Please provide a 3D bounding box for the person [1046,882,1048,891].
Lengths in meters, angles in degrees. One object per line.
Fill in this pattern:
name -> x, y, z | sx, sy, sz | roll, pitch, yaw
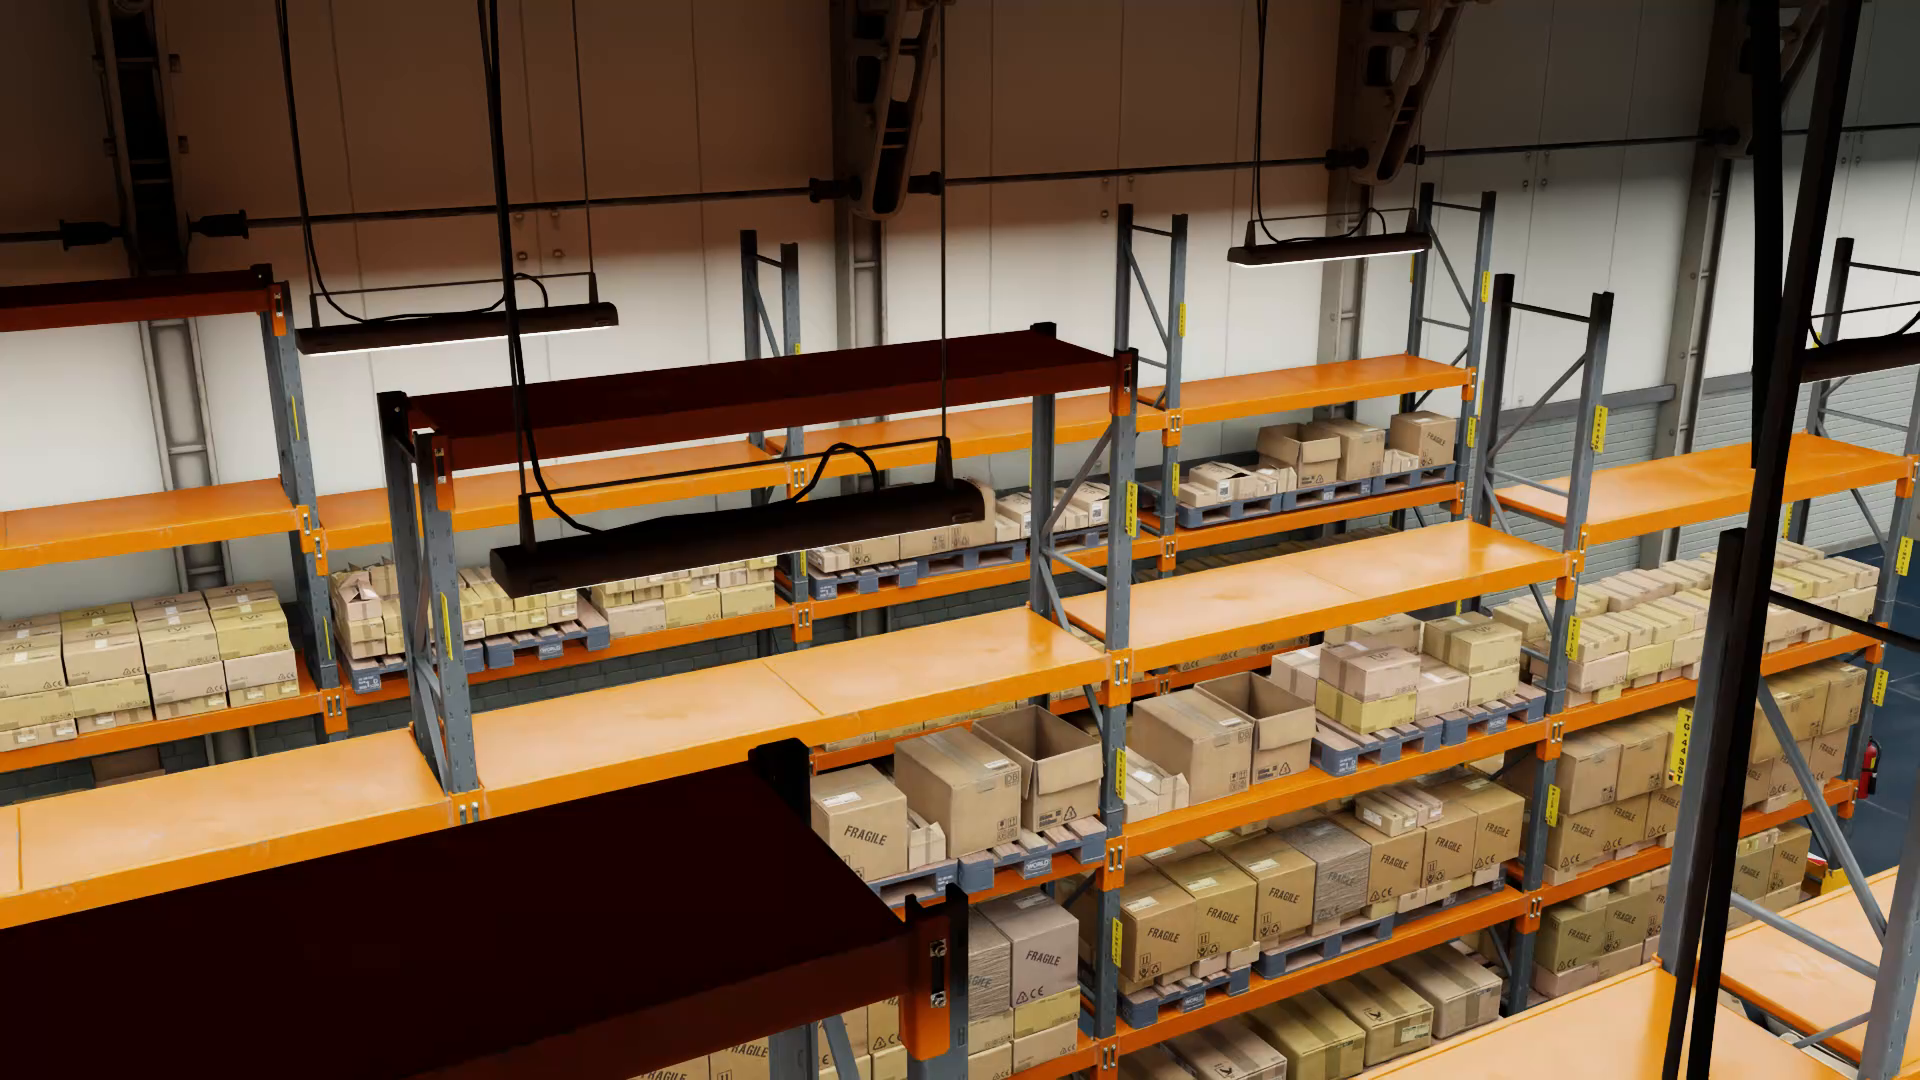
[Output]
person -> 0.565, 2.947, 13.978 | 0.384, 1.597, 0.466 | -9, 20, -26
